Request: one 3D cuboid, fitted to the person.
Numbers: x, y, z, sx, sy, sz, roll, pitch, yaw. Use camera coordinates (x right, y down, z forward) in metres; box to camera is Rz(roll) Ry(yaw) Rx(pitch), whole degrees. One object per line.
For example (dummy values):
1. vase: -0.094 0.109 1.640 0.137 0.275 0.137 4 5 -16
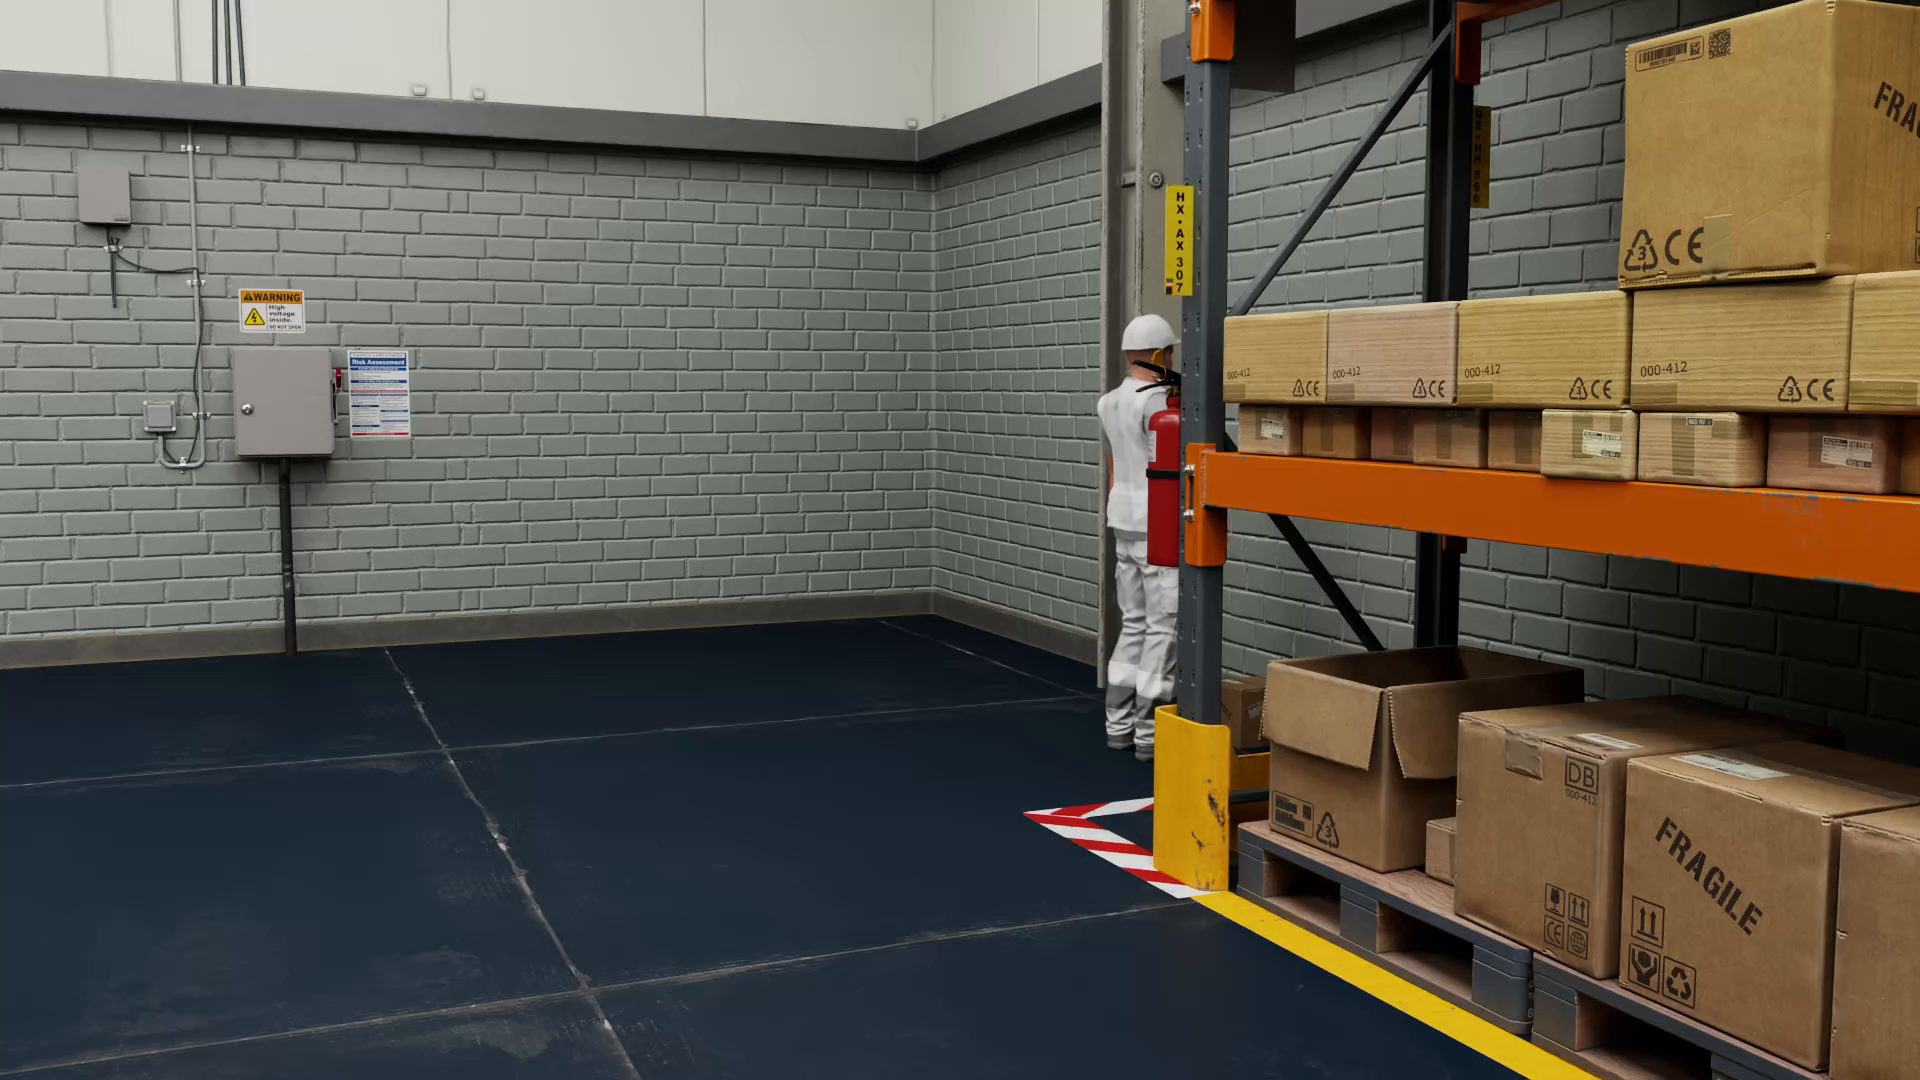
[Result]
1. person: 0.773 0.006 6.776 0.340 1.737 0.518 -2 6 -22
